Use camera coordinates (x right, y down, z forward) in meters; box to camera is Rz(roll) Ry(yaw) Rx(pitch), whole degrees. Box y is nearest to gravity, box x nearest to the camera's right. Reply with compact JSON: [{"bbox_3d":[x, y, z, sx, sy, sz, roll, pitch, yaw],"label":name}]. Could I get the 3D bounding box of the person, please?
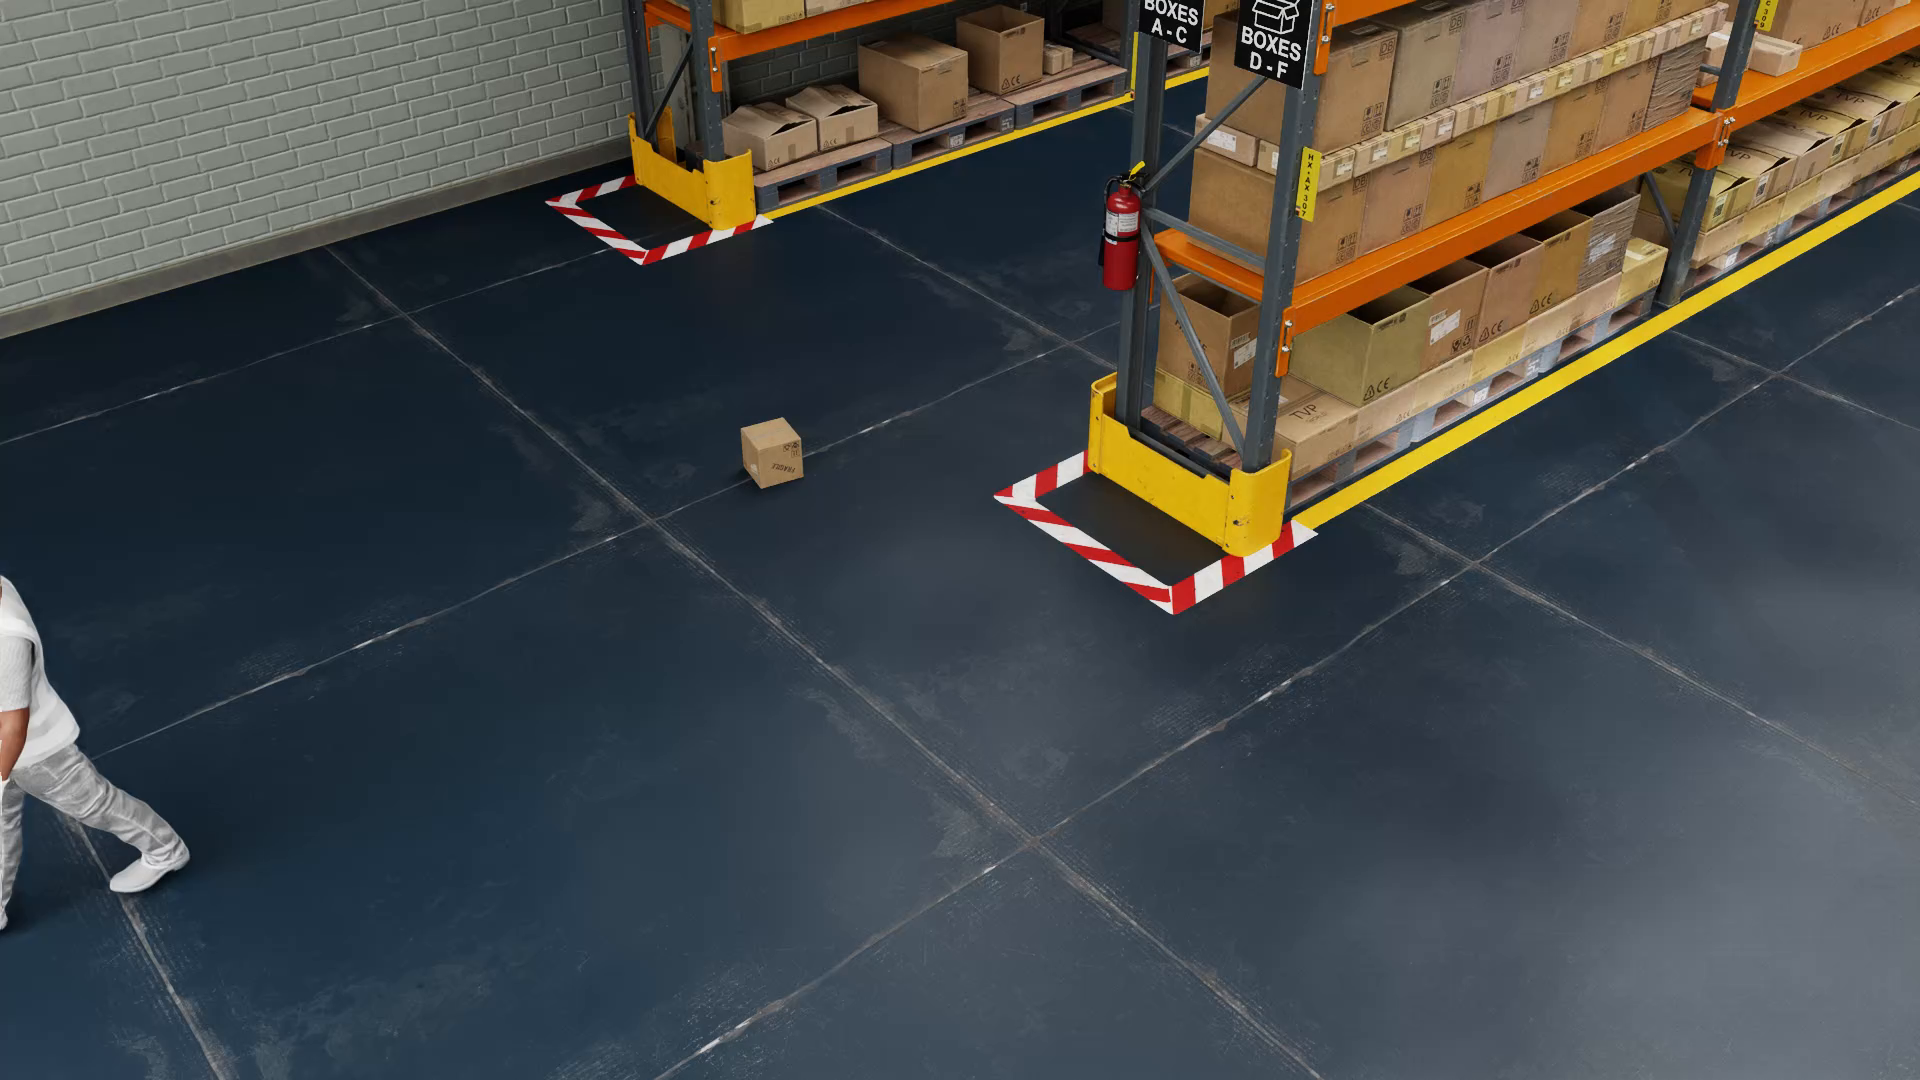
[{"bbox_3d":[-3.493,0.746,5.990,0.956,1.736,0.599,-27,44,-33],"label":"person"}]
